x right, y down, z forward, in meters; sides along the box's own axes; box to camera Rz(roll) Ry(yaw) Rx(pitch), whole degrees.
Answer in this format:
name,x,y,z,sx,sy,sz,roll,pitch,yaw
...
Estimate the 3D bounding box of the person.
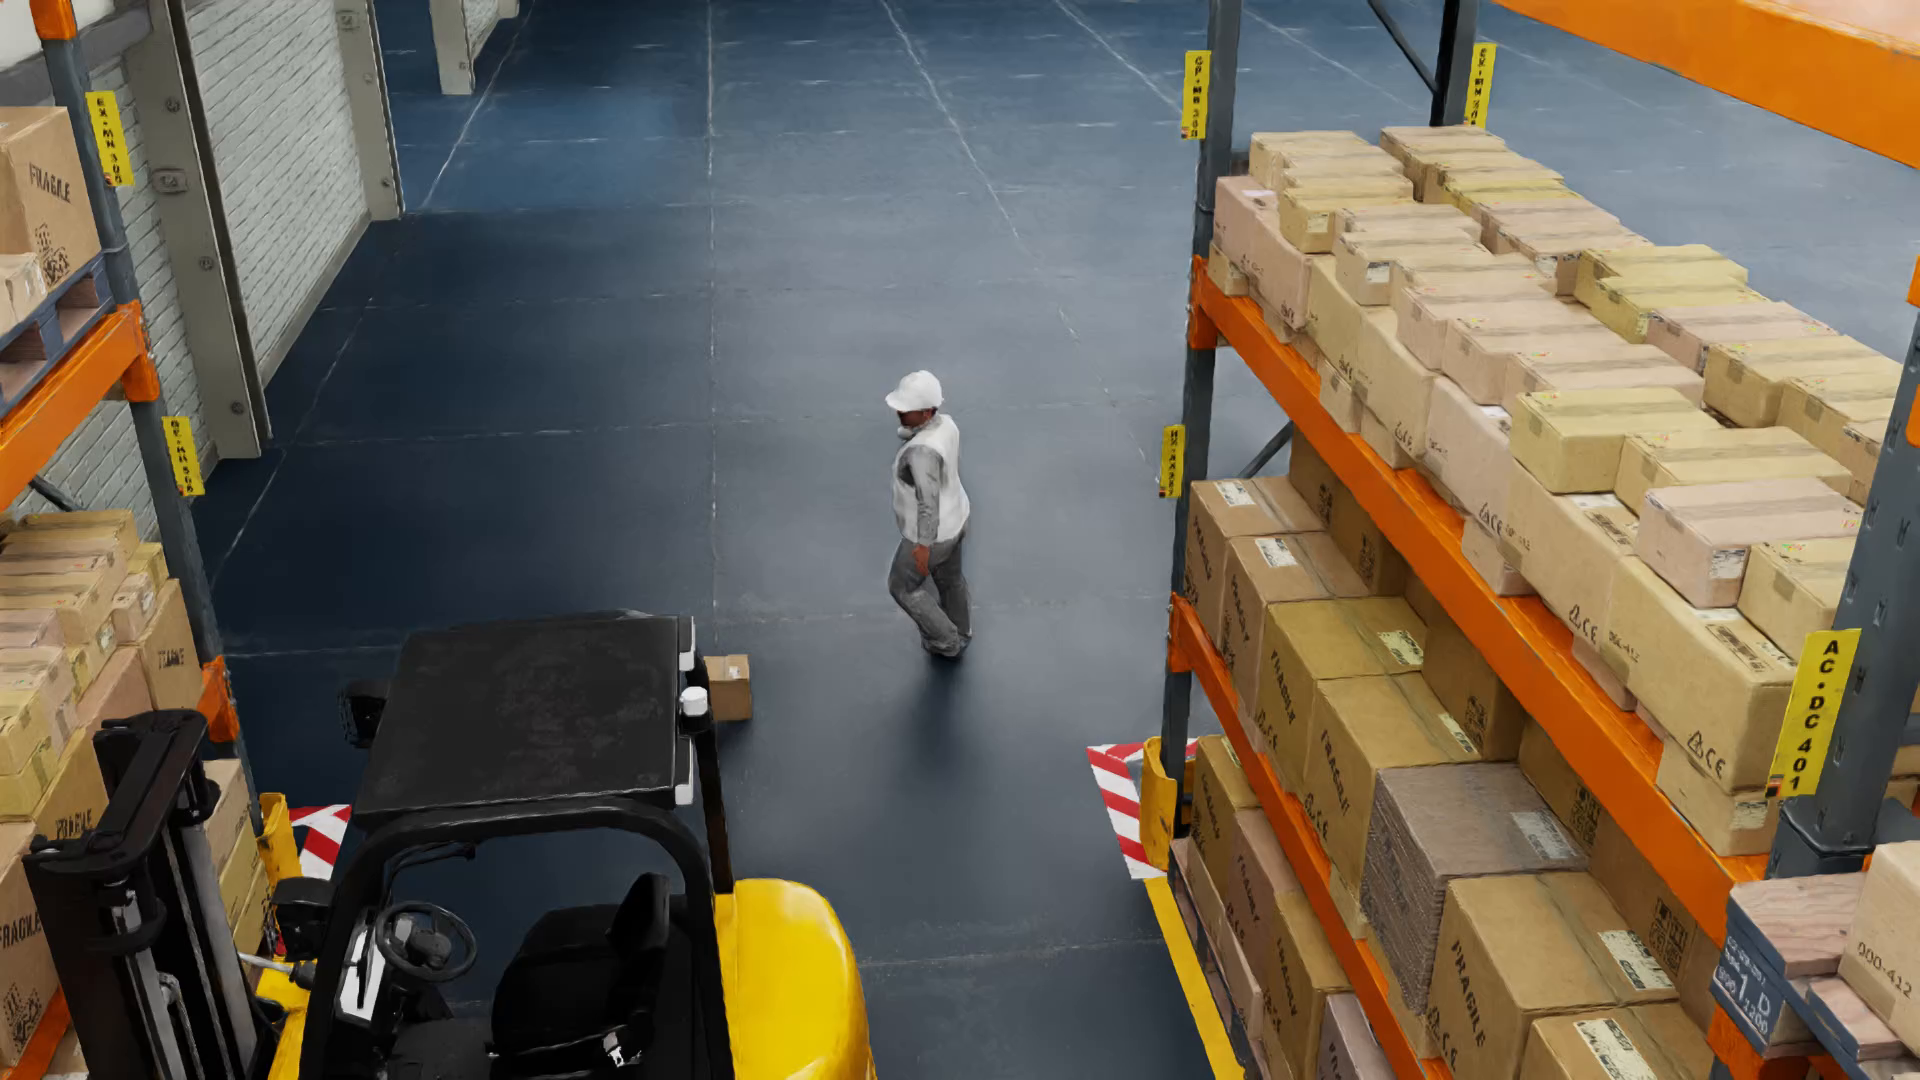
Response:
name,x,y,z,sx,sy,sz,roll,pitch,yaw
person,-0.165,-0.099,8.794,0.426,1.741,0.657,8,28,16
